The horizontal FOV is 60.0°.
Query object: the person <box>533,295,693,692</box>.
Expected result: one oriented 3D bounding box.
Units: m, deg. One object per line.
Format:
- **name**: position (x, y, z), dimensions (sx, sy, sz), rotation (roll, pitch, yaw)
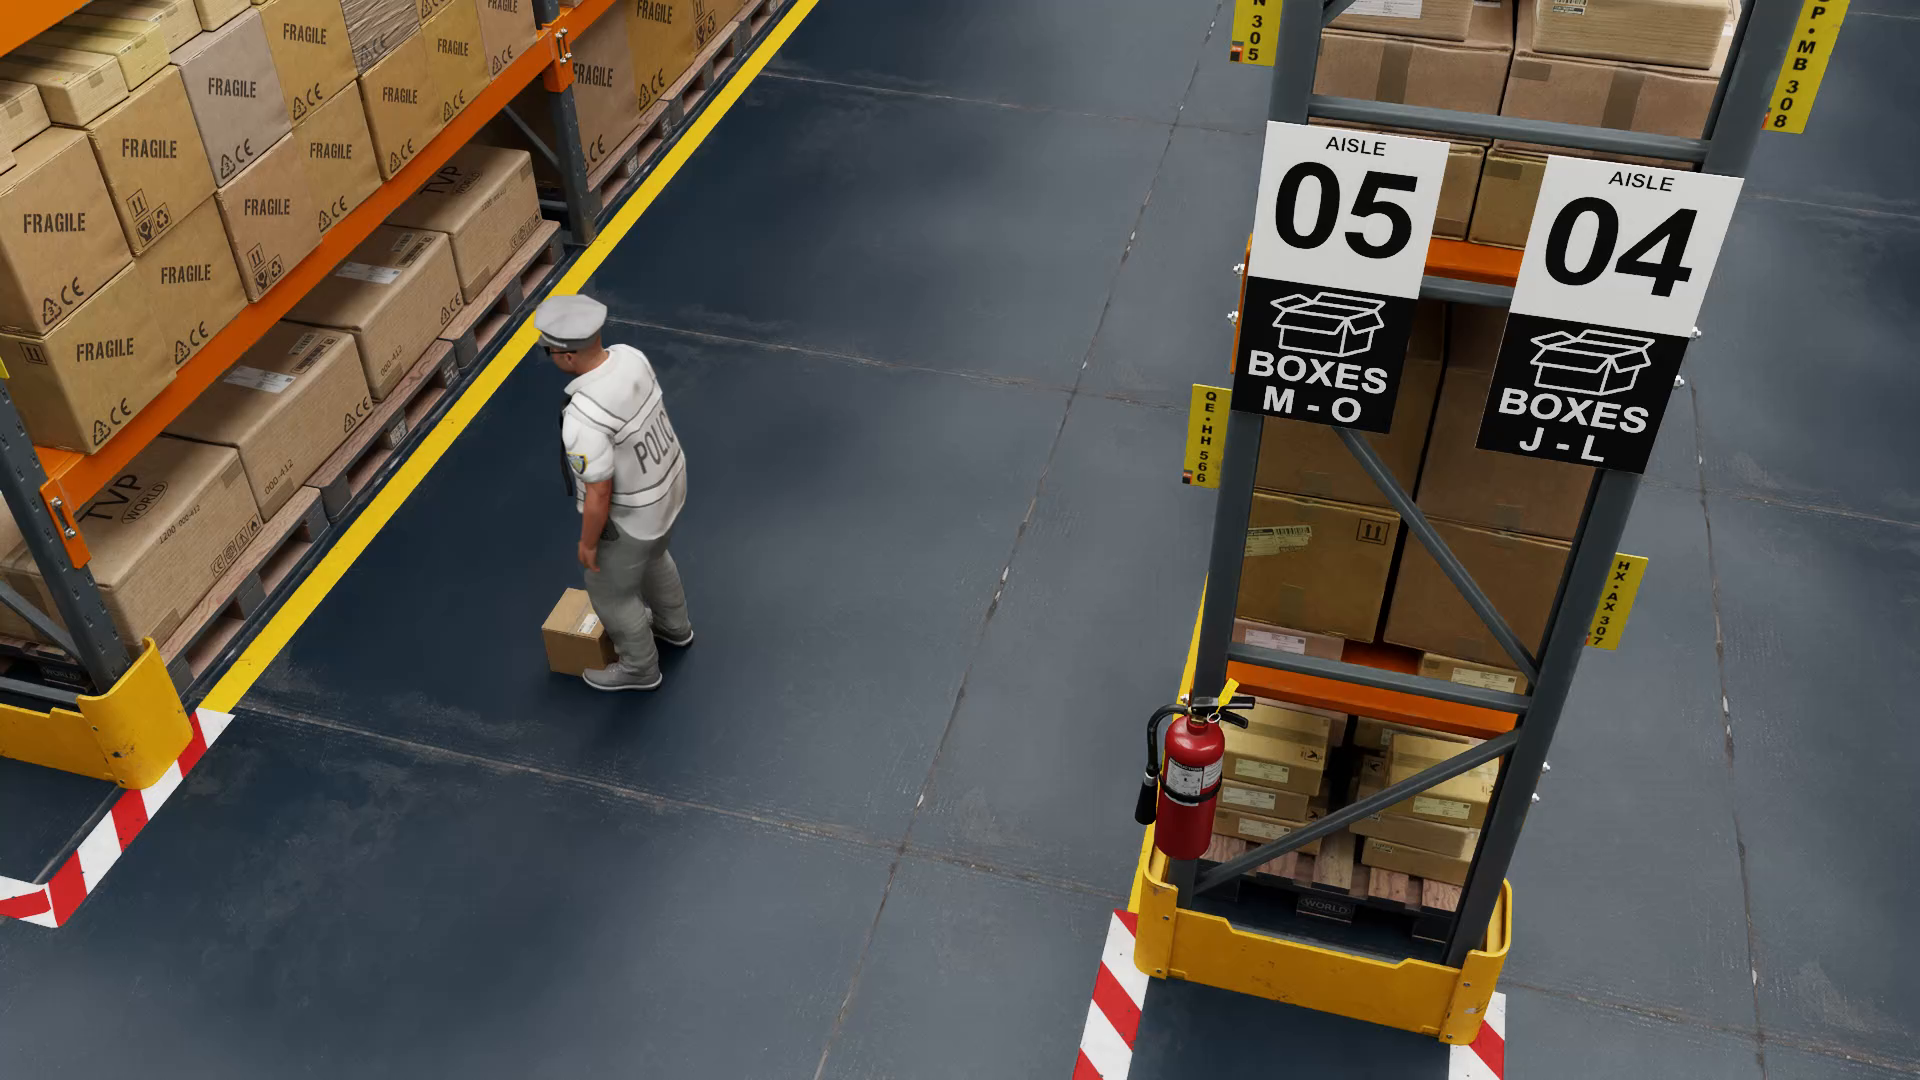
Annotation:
- **person**: position (-1.283, -0.143, 6.317), dimensions (0.470, 1.747, 0.586), rotation (10, 42, 12)
